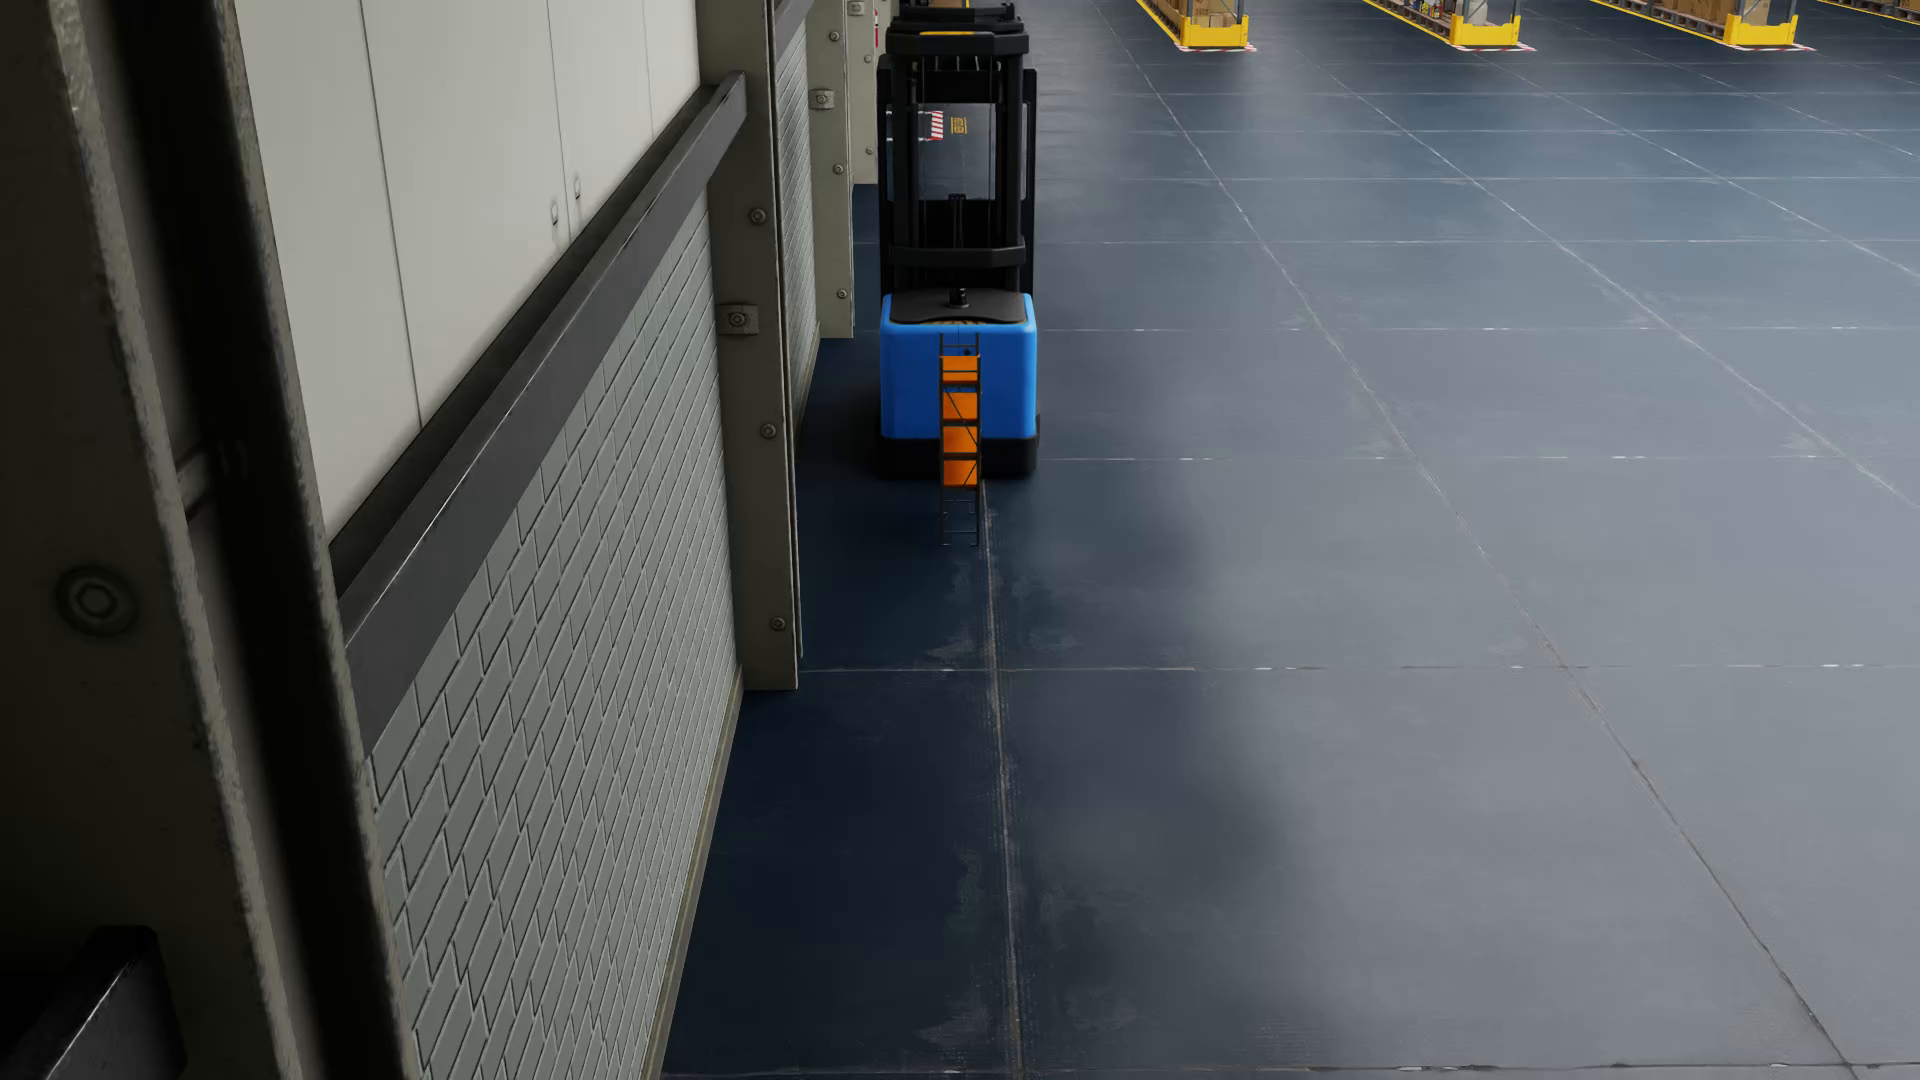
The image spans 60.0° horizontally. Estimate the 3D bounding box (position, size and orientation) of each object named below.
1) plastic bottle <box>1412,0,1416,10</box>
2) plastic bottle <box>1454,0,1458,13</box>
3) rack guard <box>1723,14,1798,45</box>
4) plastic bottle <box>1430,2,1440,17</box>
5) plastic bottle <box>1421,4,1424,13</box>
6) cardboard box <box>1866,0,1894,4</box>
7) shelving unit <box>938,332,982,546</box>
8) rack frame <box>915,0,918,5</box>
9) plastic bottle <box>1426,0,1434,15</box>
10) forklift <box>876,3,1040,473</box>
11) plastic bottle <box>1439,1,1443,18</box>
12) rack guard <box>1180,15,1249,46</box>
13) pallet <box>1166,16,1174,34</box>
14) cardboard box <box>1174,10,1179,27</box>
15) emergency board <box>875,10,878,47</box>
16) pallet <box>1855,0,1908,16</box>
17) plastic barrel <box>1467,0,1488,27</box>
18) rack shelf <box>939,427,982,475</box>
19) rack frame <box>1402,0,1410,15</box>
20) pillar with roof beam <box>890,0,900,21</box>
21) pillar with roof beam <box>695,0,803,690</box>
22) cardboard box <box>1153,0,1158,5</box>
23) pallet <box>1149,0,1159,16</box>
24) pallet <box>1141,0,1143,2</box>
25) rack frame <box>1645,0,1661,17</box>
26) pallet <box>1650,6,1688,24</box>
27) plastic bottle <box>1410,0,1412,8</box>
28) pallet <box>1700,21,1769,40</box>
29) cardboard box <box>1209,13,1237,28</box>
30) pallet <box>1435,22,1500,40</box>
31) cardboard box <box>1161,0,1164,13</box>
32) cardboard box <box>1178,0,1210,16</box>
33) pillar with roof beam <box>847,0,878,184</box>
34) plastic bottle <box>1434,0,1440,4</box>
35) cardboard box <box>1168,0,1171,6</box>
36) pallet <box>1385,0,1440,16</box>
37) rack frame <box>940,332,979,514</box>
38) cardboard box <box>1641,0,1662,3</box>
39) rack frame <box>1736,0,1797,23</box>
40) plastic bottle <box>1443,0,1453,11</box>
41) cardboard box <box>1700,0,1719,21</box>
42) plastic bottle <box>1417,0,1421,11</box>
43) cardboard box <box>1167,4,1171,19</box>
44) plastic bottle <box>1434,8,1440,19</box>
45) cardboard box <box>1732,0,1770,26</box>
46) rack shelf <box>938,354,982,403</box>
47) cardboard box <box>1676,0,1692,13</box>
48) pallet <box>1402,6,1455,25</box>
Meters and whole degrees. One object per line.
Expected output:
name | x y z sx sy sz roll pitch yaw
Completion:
plastic bottle | 9.073 -10.670 32.973 0.152 0.276 0.135 1 24 1
plastic bottle | 9.670 -10.396 32.357 0.061 0.283 0.133 0 24 -1
rack guard | 14.473 -9.243 30.080 1.175 0.500 0.348 0 24 -1
plastic bottle | 9.087 -10.147 31.816 0.152 0.276 0.135 0 24 0
plastic bottle | 9.053 -10.373 32.407 0.097 0.201 0.097 0 24 0
cardboard box | 19.294 -11.401 34.039 1.050 0.750 0.750 0 24 -1
shelving unit | -0.002 -0.615 10.154 0.258 1.200 0.503 0 24 -1
rack frame | -0.429 -11.932 32.992 1.000 3.000 0.127 0 24 -1
plastic bottle | 9.080 -10.306 32.078 0.144 0.351 0.185 1 24 2
forklift | -0.026 -2.341 11.868 1.130 2.935 3.031 0 24 -1
plastic bottle | 9.194 -10.151 31.816 0.061 0.283 0.133 0 24 -1
rack guard | 4.568 -9.159 29.894 1.175 0.500 0.348 0 24 -1
pallet | 4.507 -9.854 31.780 1.003 0.211 1.213 0 24 -1
cardboard box | 4.249 -9.672 30.822 0.500 0.250 0.500 0 24 -1
emergency board | -1.204 -7.078 22.259 0.194 1.169 0.643 0 24 -1
pallet | 19.307 -11.027 34.374 1.003 0.211 1.213 0 24 -1
plastic barrel | 9.437 -9.657 30.472 0.421 0.512 0.421 0 24 0
rack shelf | -0.002 -0.554 10.181 0.258 0.148 0.480 0 24 -1
rack frame | 9.477 -11.977 33.091 1.000 3.000 0.127 0 24 -1
pillar with roof beam | 3.047 -13.321 28.784 9.100 9.000 0.400 0 24 -1
pillar with roof beam | 3.308 -3.432 6.918 9.100 9.000 0.400 0 24 -1
cardboard box | 4.230 -11.064 33.900 0.500 0.250 0.500 0 24 -1
pallet | 4.477 -10.989 34.291 1.003 0.211 1.213 0 24 -1
pallet | 4.451 -11.994 36.514 1.003 0.211 1.213 0 24 -1
rack frame | 14.430 -11.999 33.140 1.000 3.000 0.127 0 24 -1
pallet | 14.473 -10.452 33.103 1.003 0.211 1.213 0 24 -1
plastic bottle | 9.044 -10.727 33.190 0.097 0.201 0.097 0 24 0
pallet | 14.499 -9.446 30.880 1.003 0.211 1.213 0 24 -1
cardboard box | 4.784 -9.468 30.372 0.500 0.250 0.500 0 24 -1
pallet | 9.470 -9.424 30.830 1.003 0.211 1.213 0 24 -1
cardboard box | 4.227 -10.496 32.644 0.500 0.250 0.500 0 24 -1
cardboard box | 4.265 -9.808 30.212 0.500 0.500 0.500 0 24 -1
pillar with roof beam | 3.178 -8.376 17.851 9.100 9.000 0.400 0 24 -1
plastic bottle | 9.226 -10.360 32.287 0.152 0.276 0.135 0 24 -1
cardboard box | 4.235 -10.426 31.578 0.500 0.500 0.500 0 24 -1
pallet | 9.430 -11.030 34.381 1.003 0.211 1.213 0 24 -1
rack frame | -0.004 -0.715 10.376 0.240 1.200 0.015 0 24 -1
cardboard box | 14.445 -11.314 34.124 0.700 0.500 0.500 -2 24 -5
rack frame | 14.474 -10.351 29.496 1.000 3.000 0.127 0 24 -1
plastic bottle | 9.627 -10.582 32.778 0.152 0.276 0.135 0 24 -1
cardboard box | 14.455 -10.165 31.608 0.500 0.500 0.500 2 24 4
plastic bottle | 9.073 -10.558 32.635 0.144 0.351 0.185 -1 24 -3
cardboard box | 4.238 -10.084 31.733 0.500 0.250 0.500 0 24 -1
plastic bottle | 9.063 -10.009 31.601 0.097 0.201 0.097 0 24 0
cardboard box | 14.484 -9.660 30.493 0.500 0.500 0.500 4 25 9
rack shelf | -0.002 -0.973 9.992 0.258 0.148 0.480 0 24 -1
cardboard box | 14.408 -10.650 32.682 0.500 0.500 0.500 8 25 16
pallet | 9.443 -10.429 33.053 1.003 0.211 1.213 0 24 -1
